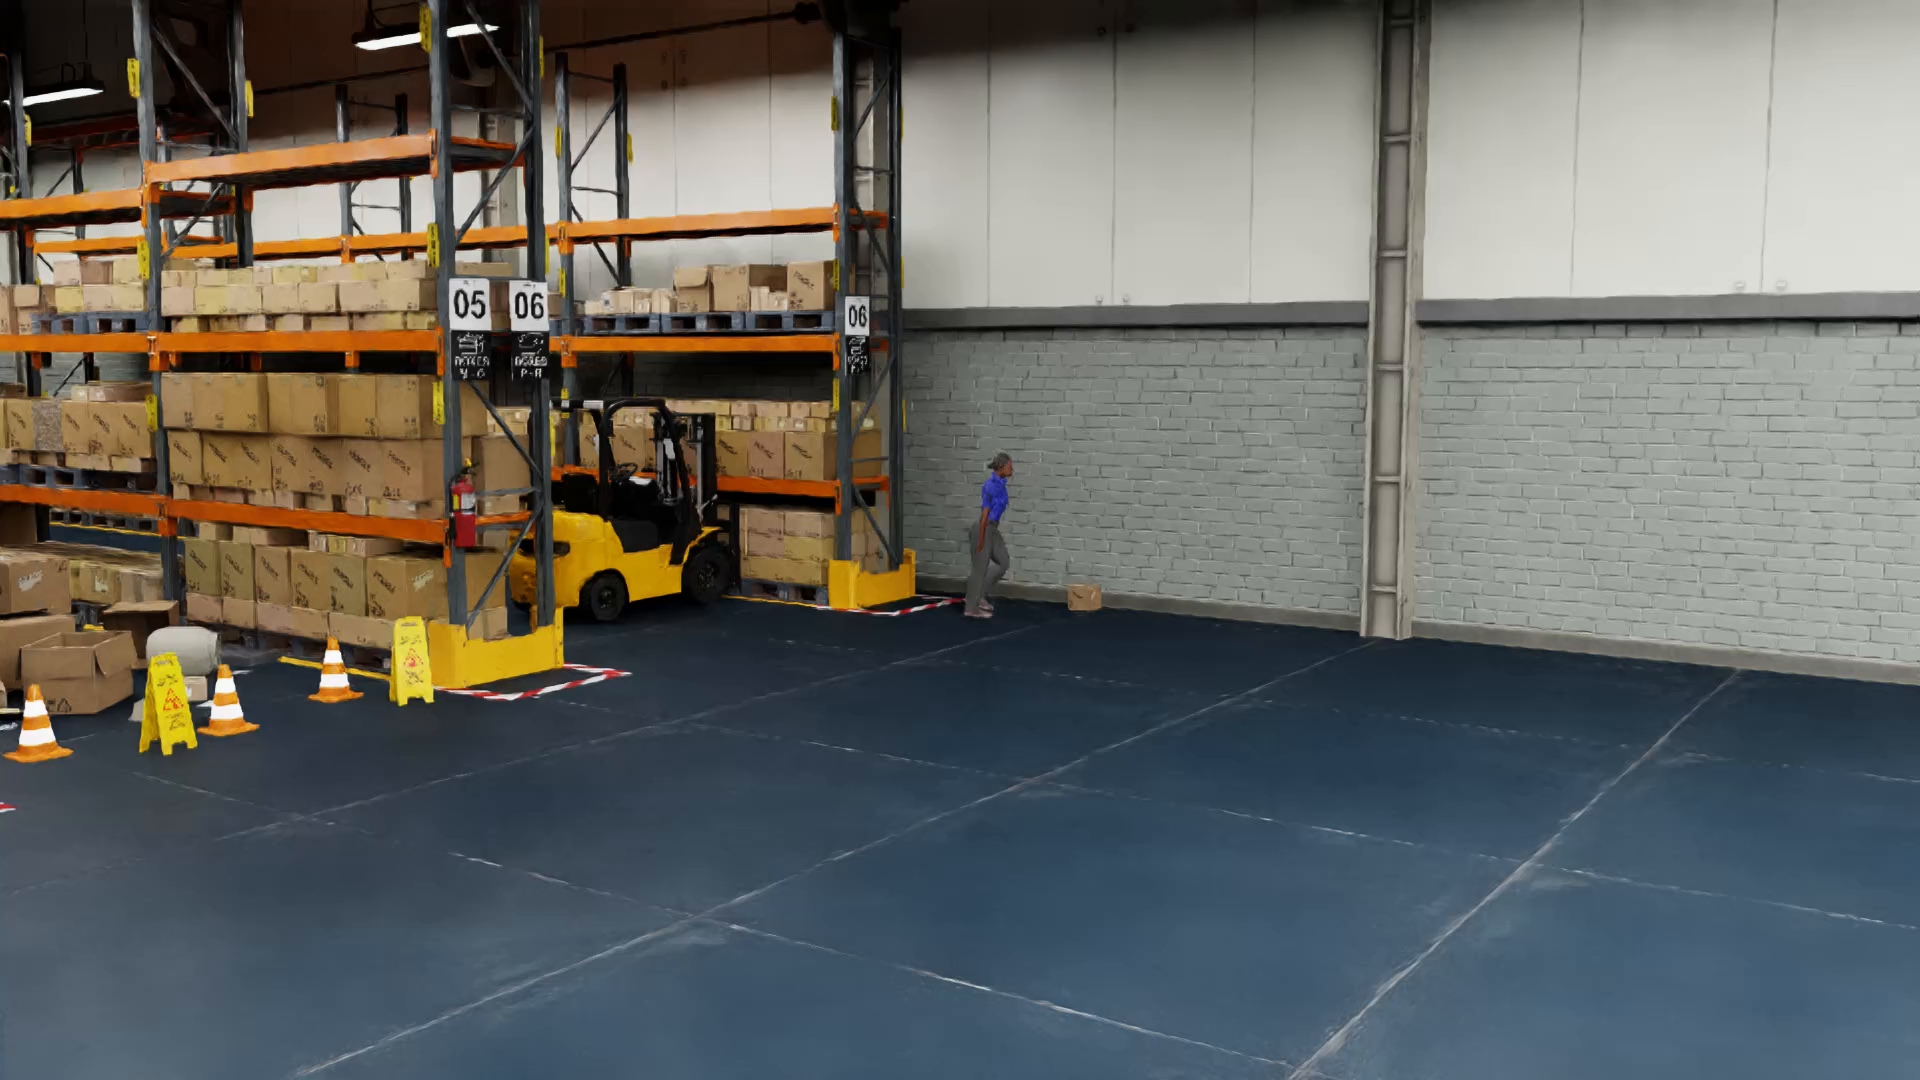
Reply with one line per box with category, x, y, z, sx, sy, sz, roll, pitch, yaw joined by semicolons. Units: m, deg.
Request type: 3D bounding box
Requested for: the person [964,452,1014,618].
person;0.290;-0.056;16.477;0.487;1.636;0.463;1;7;11
